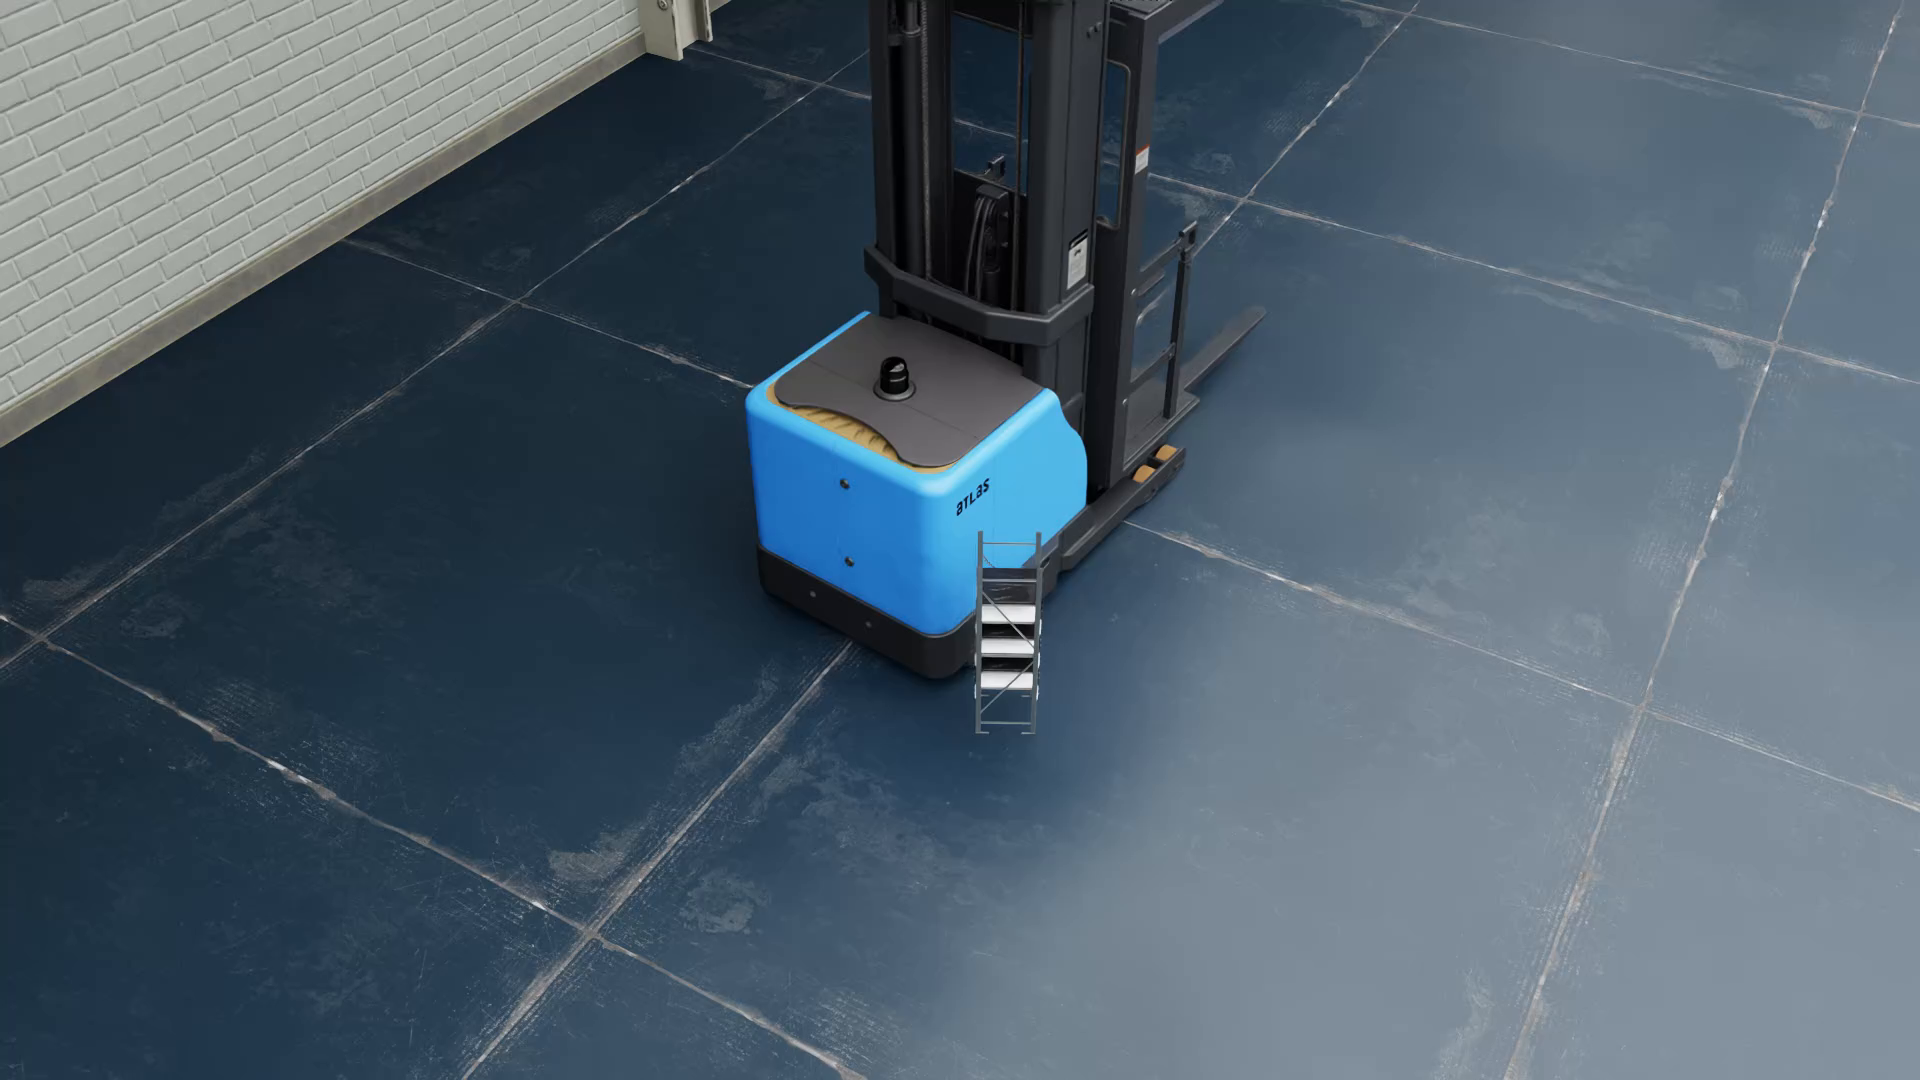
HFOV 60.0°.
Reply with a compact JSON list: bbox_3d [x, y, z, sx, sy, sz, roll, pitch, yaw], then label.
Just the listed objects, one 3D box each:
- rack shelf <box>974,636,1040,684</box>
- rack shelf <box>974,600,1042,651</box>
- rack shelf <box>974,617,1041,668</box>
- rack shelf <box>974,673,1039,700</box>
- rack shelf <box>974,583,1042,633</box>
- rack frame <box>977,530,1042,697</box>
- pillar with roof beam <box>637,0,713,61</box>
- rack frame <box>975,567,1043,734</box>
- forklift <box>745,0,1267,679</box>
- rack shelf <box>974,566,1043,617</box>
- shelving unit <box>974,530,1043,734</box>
[{"bbox_3d":[0.184,0.465,6.543,0.258,0.077,0.200,1,41,1],"label":"rack shelf"},{"bbox_3d":[0.184,0.330,6.424,0.258,0.077,0.200,1,41,1],"label":"rack shelf"},{"bbox_3d":[0.184,0.397,6.484,0.258,0.077,0.200,1,41,1],"label":"rack shelf"},{"bbox_3d":[0.184,0.533,6.603,0.258,0.077,0.200,1,41,1],"label":"rack shelf"},{"bbox_3d":[0.184,0.262,6.365,0.258,0.077,0.200,1,41,1],"label":"rack shelf"},{"bbox_3d":[0.186,0.305,6.538,0.240,0.900,0.006,1,41,1],"label":"rack frame"},{"bbox_3d":[1.790,-5.358,6.840,9.100,9.000,0.400,21,45,22],"label":"pillar with roof beam"},{"bbox_3d":[0.182,0.440,6.385,0.240,0.900,0.006,1,41,1],"label":"rack frame"},{"bbox_3d":[0.411,-1.458,7.003,1.130,2.935,3.031,26,48,27],"label":"forklift"},{"bbox_3d":[0.184,0.195,6.305,0.258,0.077,0.200,1,41,1],"label":"rack shelf"},{"bbox_3d":[0.184,0.372,6.462,0.258,0.900,0.210,1,41,1],"label":"shelving unit"}]
